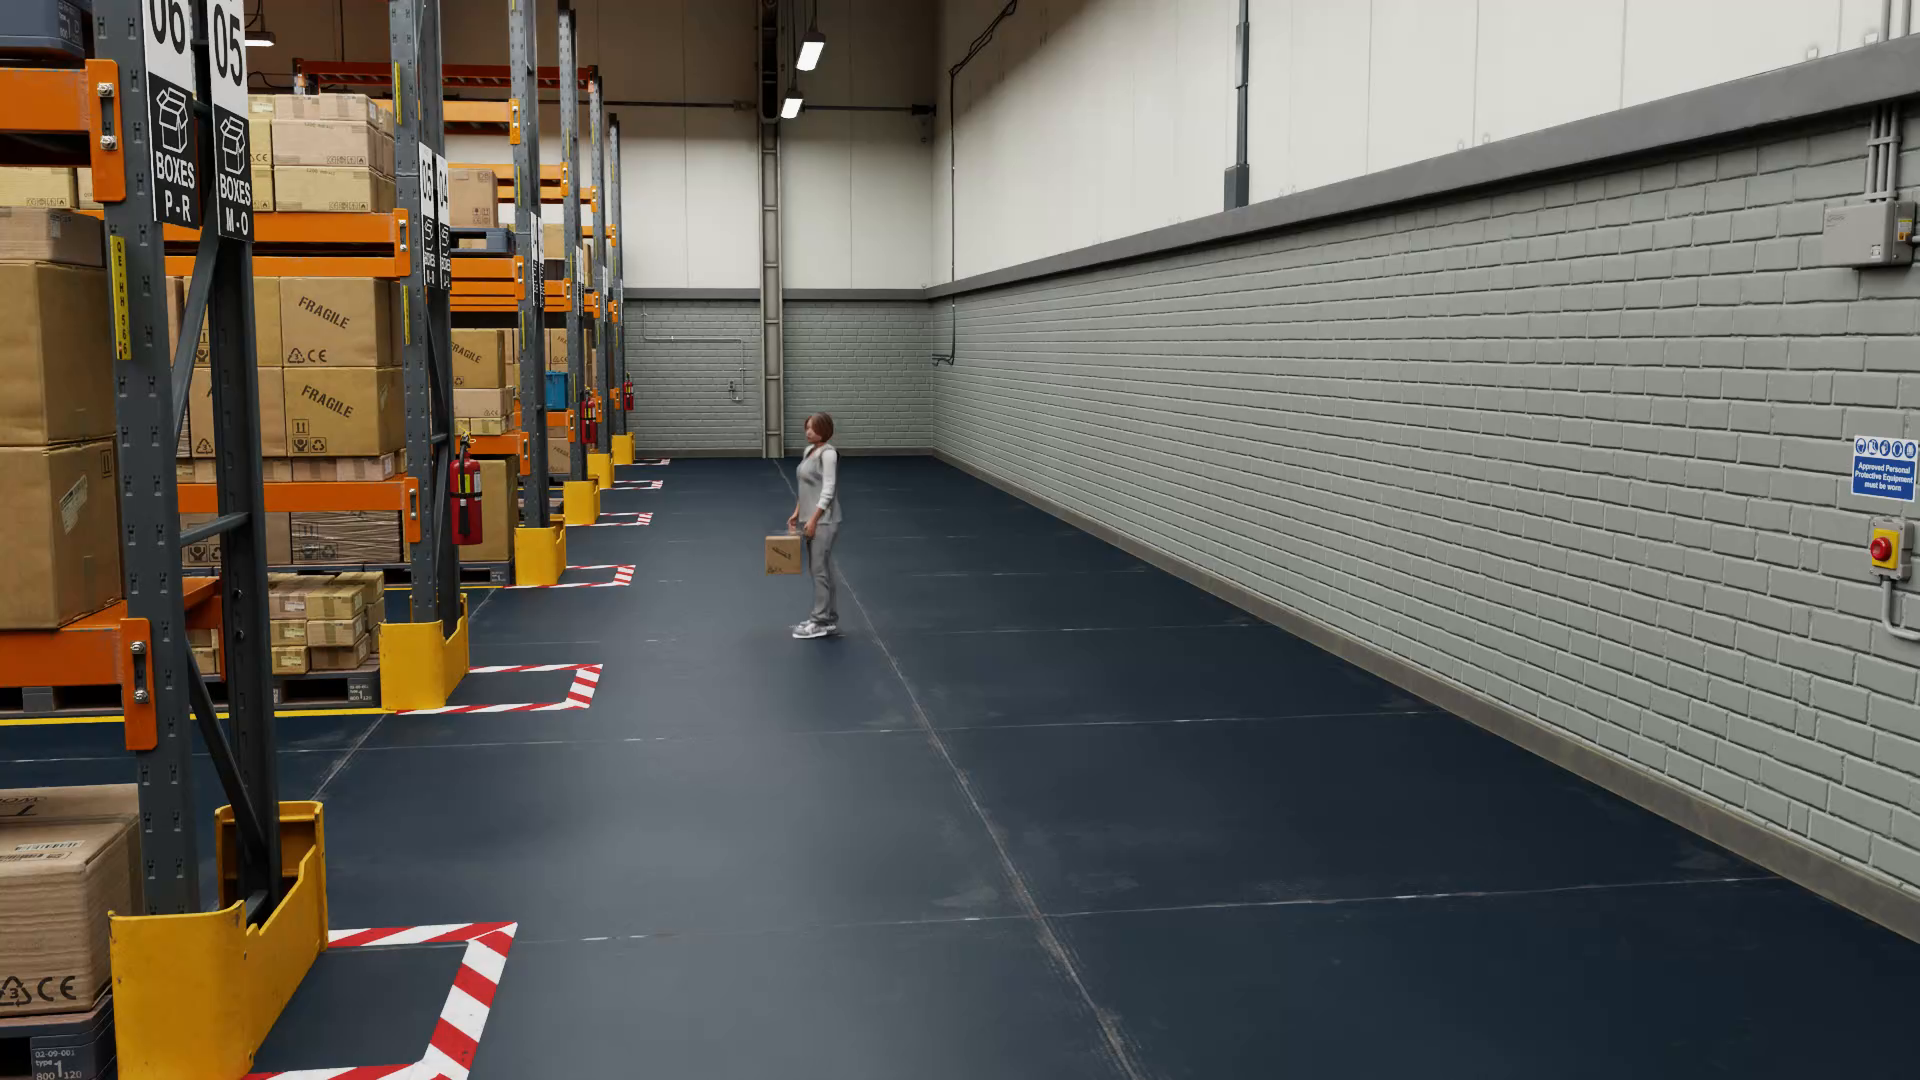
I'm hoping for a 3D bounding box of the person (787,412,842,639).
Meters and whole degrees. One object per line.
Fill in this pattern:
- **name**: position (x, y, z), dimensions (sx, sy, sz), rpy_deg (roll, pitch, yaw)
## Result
- **person**: position (-1.038, -0.113, 11.858), dimensions (0.419, 1.605, 0.438), rpy_deg (-3, 7, -23)
